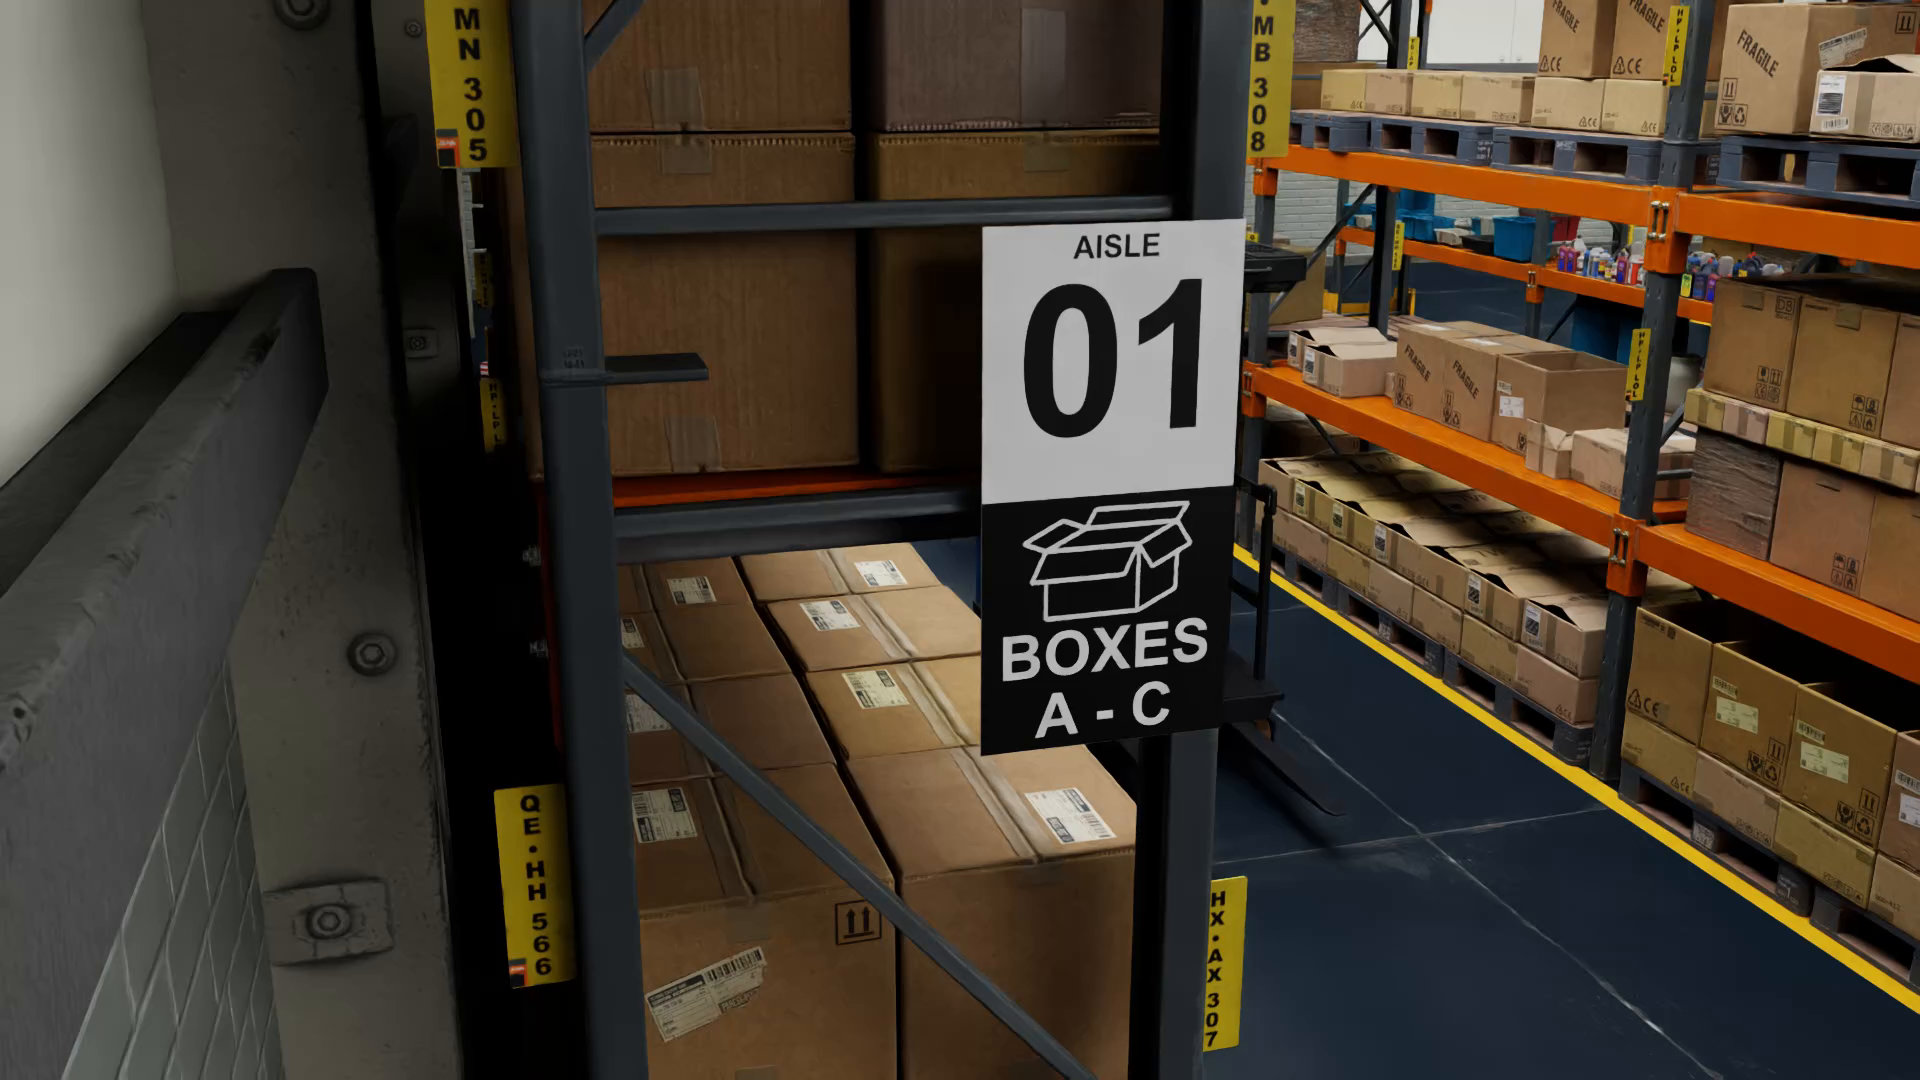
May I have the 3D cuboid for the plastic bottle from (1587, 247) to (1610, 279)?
[{"bbox_3d":[6.001,-2.602,15.617,0.152,0.276,0.135,-5,17,-15],"label":"plastic bottle"}]

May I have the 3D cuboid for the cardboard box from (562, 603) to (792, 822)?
[{"bbox_3d":[-0.697,0.488,4.035,0.500,0.500,0.500,-5,17,-17],"label":"cardboard box"}]

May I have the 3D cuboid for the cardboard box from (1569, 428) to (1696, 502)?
[{"bbox_3d":[3.397,-0.379,8.259,0.500,0.250,0.500,-4,17,-12],"label":"cardboard box"}]

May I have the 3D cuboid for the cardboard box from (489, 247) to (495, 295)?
[{"bbox_3d":[-2.660,-1.696,10.353,0.500,0.250,0.500,-4,17,-14],"label":"cardboard box"}]

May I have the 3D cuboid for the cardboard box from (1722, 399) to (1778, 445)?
[{"bbox_3d":[3.532,-0.517,7.159,0.380,0.149,0.250,-4,17,-14],"label":"cardboard box"}]

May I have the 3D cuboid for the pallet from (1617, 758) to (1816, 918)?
[{"bbox_3d":[3.753,1.241,7.454,1.003,0.211,1.213,-5,17,-15],"label":"pallet"}]

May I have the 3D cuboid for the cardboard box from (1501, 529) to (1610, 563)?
[{"bbox_3d":[3.425,0.113,9.435,0.500,0.311,0.500,-5,18,-17],"label":"cardboard box"}]

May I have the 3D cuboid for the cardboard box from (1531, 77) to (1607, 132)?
[{"bbox_3d":[3.261,-2.207,8.401,0.500,0.250,0.500,-6,18,-21],"label":"cardboard box"}]

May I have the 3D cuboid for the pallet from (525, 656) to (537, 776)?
[{"bbox_3d":[-1.741,0.857,8.732,1.003,0.211,1.213,-5,17,-15],"label":"pallet"}]

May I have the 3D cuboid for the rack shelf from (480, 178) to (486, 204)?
[{"bbox_3d":[-2.836,-2.677,11.686,1.077,0.370,4.000,-5,17,-15],"label":"rack shelf"}]

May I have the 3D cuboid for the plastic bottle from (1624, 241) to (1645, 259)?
[{"bbox_3d":[6.559,-2.778,16.203,0.152,0.276,0.135,-5,17,-15],"label":"plastic bottle"}]

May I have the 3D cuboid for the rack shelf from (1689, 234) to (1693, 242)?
[{"bbox_3d":[10.353,-3.521,19.712,1.077,0.370,4.000,-5,17,-15],"label":"rack shelf"}]

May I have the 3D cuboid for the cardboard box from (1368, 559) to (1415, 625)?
[{"bbox_3d":[2.765,0.284,9.843,0.500,0.250,0.500,-4,17,-14],"label":"cardboard box"}]

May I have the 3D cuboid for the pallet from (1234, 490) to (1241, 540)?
[{"bbox_3d":[2.307,-0.298,12.578,1.003,0.211,1.213,-5,17,-15],"label":"pallet"}]

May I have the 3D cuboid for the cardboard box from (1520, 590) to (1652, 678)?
[{"bbox_3d":[3.188,0.440,8.348,0.500,0.311,0.500,-5,17,-15],"label":"cardboard box"}]

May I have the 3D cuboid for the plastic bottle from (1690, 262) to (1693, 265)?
[{"bbox_3d":[6.417,-2.304,14.633,0.097,0.271,0.097,0,17,0],"label":"plastic bottle"}]

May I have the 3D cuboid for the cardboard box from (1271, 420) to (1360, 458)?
[{"bbox_3d":[2.625,-0.586,12.270,0.500,0.500,0.500,-4,17,-13],"label":"cardboard box"}]

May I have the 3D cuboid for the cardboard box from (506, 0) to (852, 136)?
[{"bbox_3d":[-0.458,-0.890,2.541,0.500,0.500,0.500,-4,17,-13],"label":"cardboard box"}]

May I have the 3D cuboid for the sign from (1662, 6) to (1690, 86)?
[{"bbox_3d":[3.056,-2.107,7.093,0.100,0.325,0.005,-5,17,-15],"label":"sign"}]

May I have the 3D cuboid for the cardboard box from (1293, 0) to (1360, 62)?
[{"bbox_3d":[2.362,-3.509,11.293,0.500,0.500,0.500,-5,17,-15],"label":"cardboard box"}]

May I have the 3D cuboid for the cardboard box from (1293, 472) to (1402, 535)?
[{"bbox_3d":[2.490,-0.264,10.693,0.500,0.311,0.500,-5,17,-17],"label":"cardboard box"}]

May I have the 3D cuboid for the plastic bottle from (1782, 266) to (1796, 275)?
[{"bbox_3d":[7.157,-2.227,14.356,0.061,0.283,0.133,-5,17,-15],"label":"plastic bottle"}]

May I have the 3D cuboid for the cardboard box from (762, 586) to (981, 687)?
[{"bbox_3d":[-0.192,0.448,4.170,0.500,0.500,0.500,-5,18,-17],"label":"cardboard box"}]

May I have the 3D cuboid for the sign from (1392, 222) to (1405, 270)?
[{"bbox_3d":[3.008,-2.024,11.462,0.100,0.325,0.005,-5,17,-15],"label":"sign"}]

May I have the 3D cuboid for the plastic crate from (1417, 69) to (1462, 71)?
[{"bbox_3d":[5.196,-4.990,18.245,0.504,0.338,0.767,-5,17,-15],"label":"plastic crate"}]

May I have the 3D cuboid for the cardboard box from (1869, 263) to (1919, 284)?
[{"bbox_3d":[10.798,-2.685,18.641,0.875,0.875,0.875,-5,17,-15],"label":"cardboard box"}]

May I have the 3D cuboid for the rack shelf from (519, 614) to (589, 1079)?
[{"bbox_3d":[-0.638,0.973,4.750,1.077,0.370,4.000,-5,17,-15],"label":"rack shelf"}]

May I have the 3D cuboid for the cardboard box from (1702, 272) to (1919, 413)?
[{"bbox_3d":[3.703,-0.865,7.188,0.700,0.500,0.500,-5,17,-15],"label":"cardboard box"}]

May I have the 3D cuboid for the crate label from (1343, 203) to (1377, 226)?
[{"bbox_3d":[4.792,-3.882,19.848,0.416,0.233,0.303,-5,17,-15],"label":"crate label"}]

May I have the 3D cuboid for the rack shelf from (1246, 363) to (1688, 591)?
[{"bbox_3d":[3.025,-0.526,9.741,1.077,0.370,4.000,-5,17,-15],"label":"rack shelf"}]

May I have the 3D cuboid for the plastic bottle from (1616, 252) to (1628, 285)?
[{"bbox_3d":[6.075,-2.485,15.212,0.061,0.283,0.133,-5,17,-15],"label":"plastic bottle"}]

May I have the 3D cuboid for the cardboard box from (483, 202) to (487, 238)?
[{"bbox_3d":[-3.510,-2.549,13.195,0.500,0.250,0.500,-4,17,-14],"label":"cardboard box"}]

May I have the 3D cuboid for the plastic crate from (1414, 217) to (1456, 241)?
[{"bbox_3d":[5.236,-3.435,18.359,0.416,0.233,0.300,-5,17,-15],"label":"plastic crate"}]

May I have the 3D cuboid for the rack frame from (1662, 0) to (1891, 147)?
[{"bbox_3d":[3.575,-3.191,6.933,1.000,3.000,0.127,-5,17,-15],"label":"rack frame"}]

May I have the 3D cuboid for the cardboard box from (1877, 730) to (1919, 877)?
[{"bbox_3d":[3.815,1.007,6.133,0.500,0.500,0.500,-5,17,-15],"label":"cardboard box"}]

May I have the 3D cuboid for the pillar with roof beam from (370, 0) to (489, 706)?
[{"bbox_3d":[1.378,-3.817,9.017,9.100,9.000,0.400,-5,17,-15],"label":"pillar with roof beam"}]

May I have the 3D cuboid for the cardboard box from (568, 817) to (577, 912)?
[{"bbox_3d":[-0.698,0.848,4.140,0.500,0.250,0.500,-5,17,-16],"label":"cardboard box"}]

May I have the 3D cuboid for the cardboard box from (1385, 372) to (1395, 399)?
[{"bbox_3d":[2.880,-0.956,10.356,0.380,0.149,0.250,-3,17,-11],"label":"cardboard box"}]

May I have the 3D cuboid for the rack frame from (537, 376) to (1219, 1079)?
[{"bbox_3d":[-0.088,1.181,2.805,1.000,3.000,0.127,-5,17,-15],"label":"rack frame"}]

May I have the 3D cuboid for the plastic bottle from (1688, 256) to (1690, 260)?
[{"bbox_3d":[6.683,-2.521,15.353,0.097,0.271,0.097,0,17,0],"label":"plastic bottle"}]

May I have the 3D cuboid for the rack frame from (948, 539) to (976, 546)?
[{"bbox_3d":[0.029,-0.545,11.682,0.240,1.200,0.006,-5,17,-15],"label":"rack frame"}]

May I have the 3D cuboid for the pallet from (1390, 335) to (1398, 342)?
[{"bbox_3d":[5.562,-2.124,18.657,1.003,0.211,1.213,-5,17,-15],"label":"pallet"}]

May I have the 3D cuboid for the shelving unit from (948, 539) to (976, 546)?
[{"bbox_3d":[0.004,-0.571,11.766,0.258,1.200,0.189,-5,17,-15],"label":"shelving unit"}]

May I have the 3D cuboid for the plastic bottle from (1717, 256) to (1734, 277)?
[{"bbox_3d":[6.899,-2.436,15.065,0.152,0.276,0.135,-5,17,-15],"label":"plastic bottle"}]

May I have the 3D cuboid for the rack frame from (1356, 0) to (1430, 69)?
[{"bbox_3d":[5.041,-6.901,19.283,1.000,3.000,0.127,-5,17,-15],"label":"rack frame"}]

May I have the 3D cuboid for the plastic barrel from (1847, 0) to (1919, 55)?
[{"bbox_3d":[7.086,-3.815,12.749,0.600,0.830,0.708,-5,17,-15],"label":"plastic barrel"}]

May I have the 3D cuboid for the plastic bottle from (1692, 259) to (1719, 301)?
[{"bbox_3d":[6.400,-2.233,14.257,0.144,0.351,0.185,-5,17,-15],"label":"plastic bottle"}]

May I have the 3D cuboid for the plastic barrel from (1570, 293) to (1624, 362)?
[{"bbox_3d":[6.273,-1.966,16.199,0.600,0.901,0.708,-5,17,-15],"label":"plastic barrel"}]

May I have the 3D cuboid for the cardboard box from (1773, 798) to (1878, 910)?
[{"bbox_3d":[3.676,1.228,6.701,0.500,0.250,0.500,-5,17,-15],"label":"cardboard box"}]

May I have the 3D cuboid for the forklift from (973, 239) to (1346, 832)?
[{"bbox_3d":[0.958,-0.396,8.177,1.130,2.935,3.031,-5,17,-15],"label":"forklift"}]

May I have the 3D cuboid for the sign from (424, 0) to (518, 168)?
[{"bbox_3d":[-0.627,-0.641,2.119,0.100,0.325,0.005,-5,17,-15],"label":"sign"}]

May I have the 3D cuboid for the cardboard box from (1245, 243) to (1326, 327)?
[{"bbox_3d":[2.194,-1.838,11.955,0.700,0.500,0.500,-12,20,-34],"label":"cardboard box"}]
